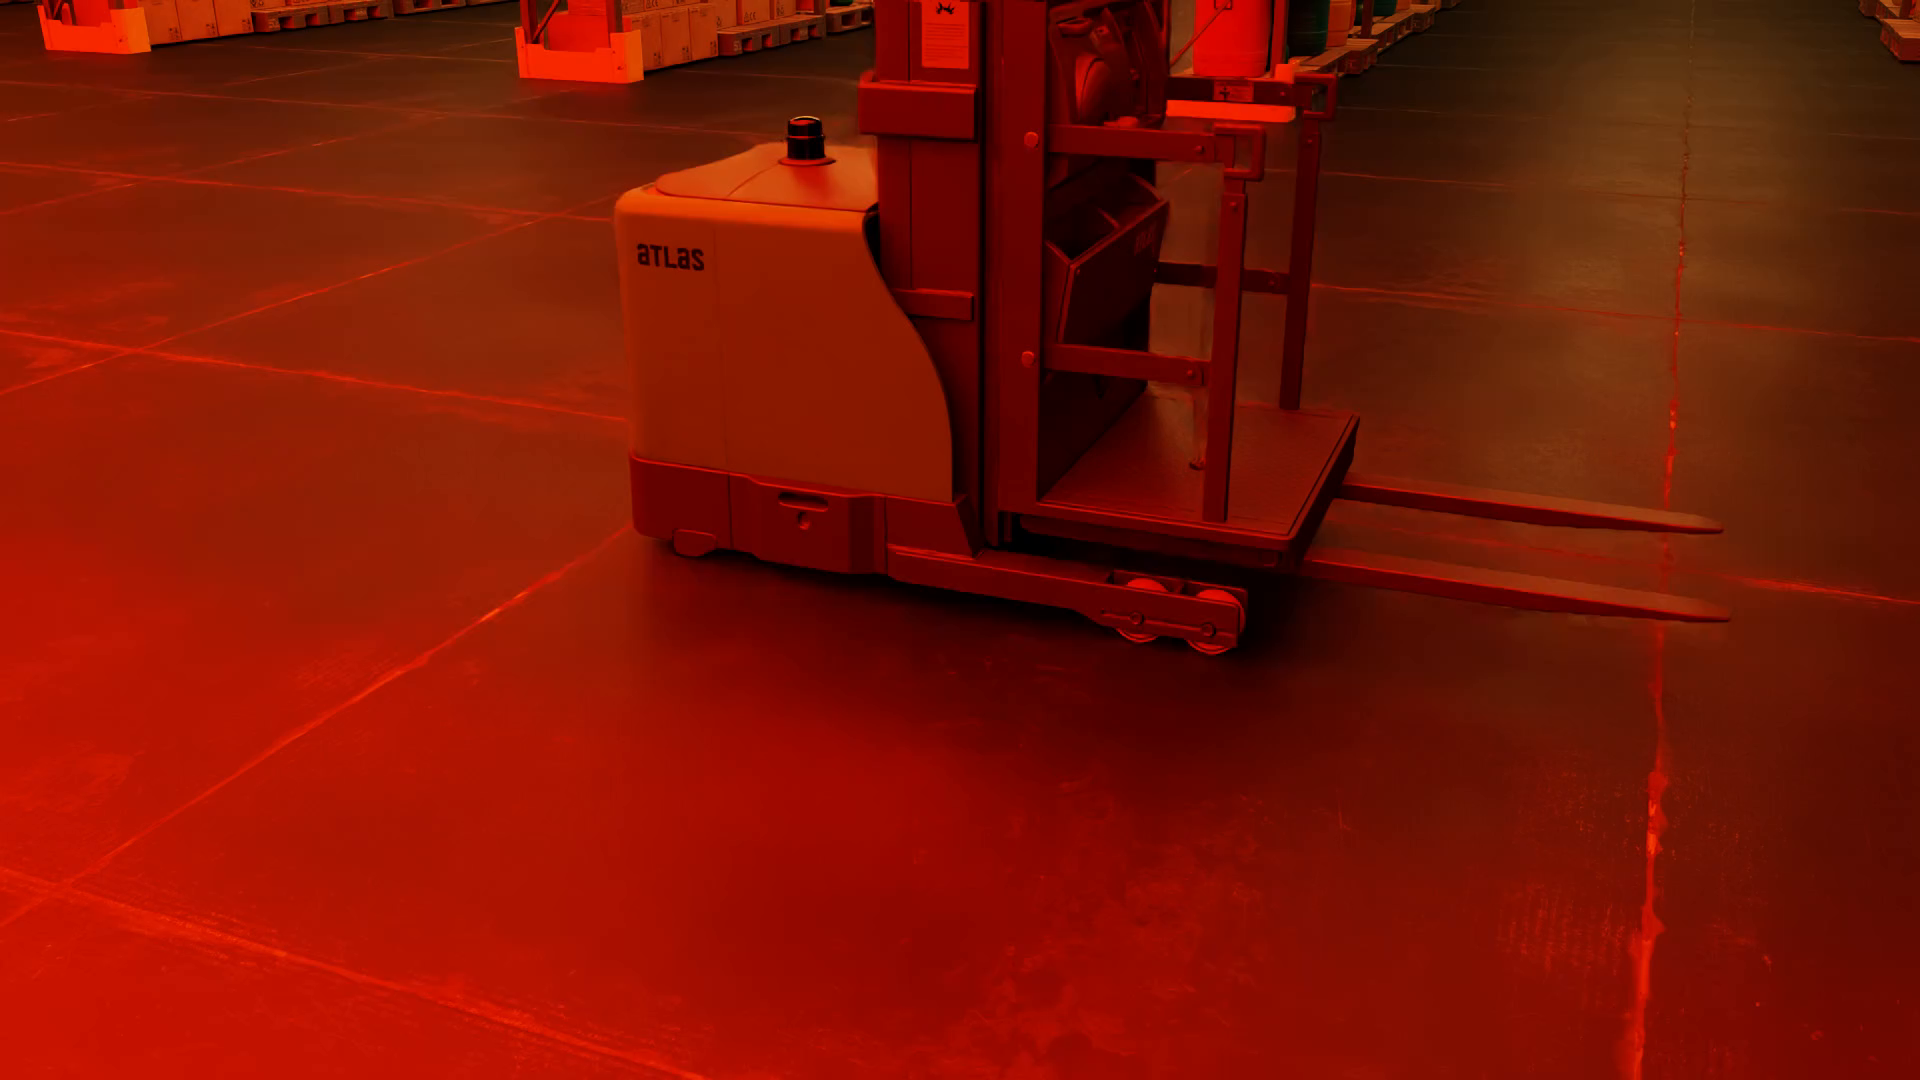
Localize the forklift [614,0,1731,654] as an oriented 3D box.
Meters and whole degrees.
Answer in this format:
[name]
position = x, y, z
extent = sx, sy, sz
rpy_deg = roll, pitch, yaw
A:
[forklift]
position = 0.587, -1.284, 4.365
extent = 3.031, 2.935, 1.130
rpy_deg = 9, 24, 20
